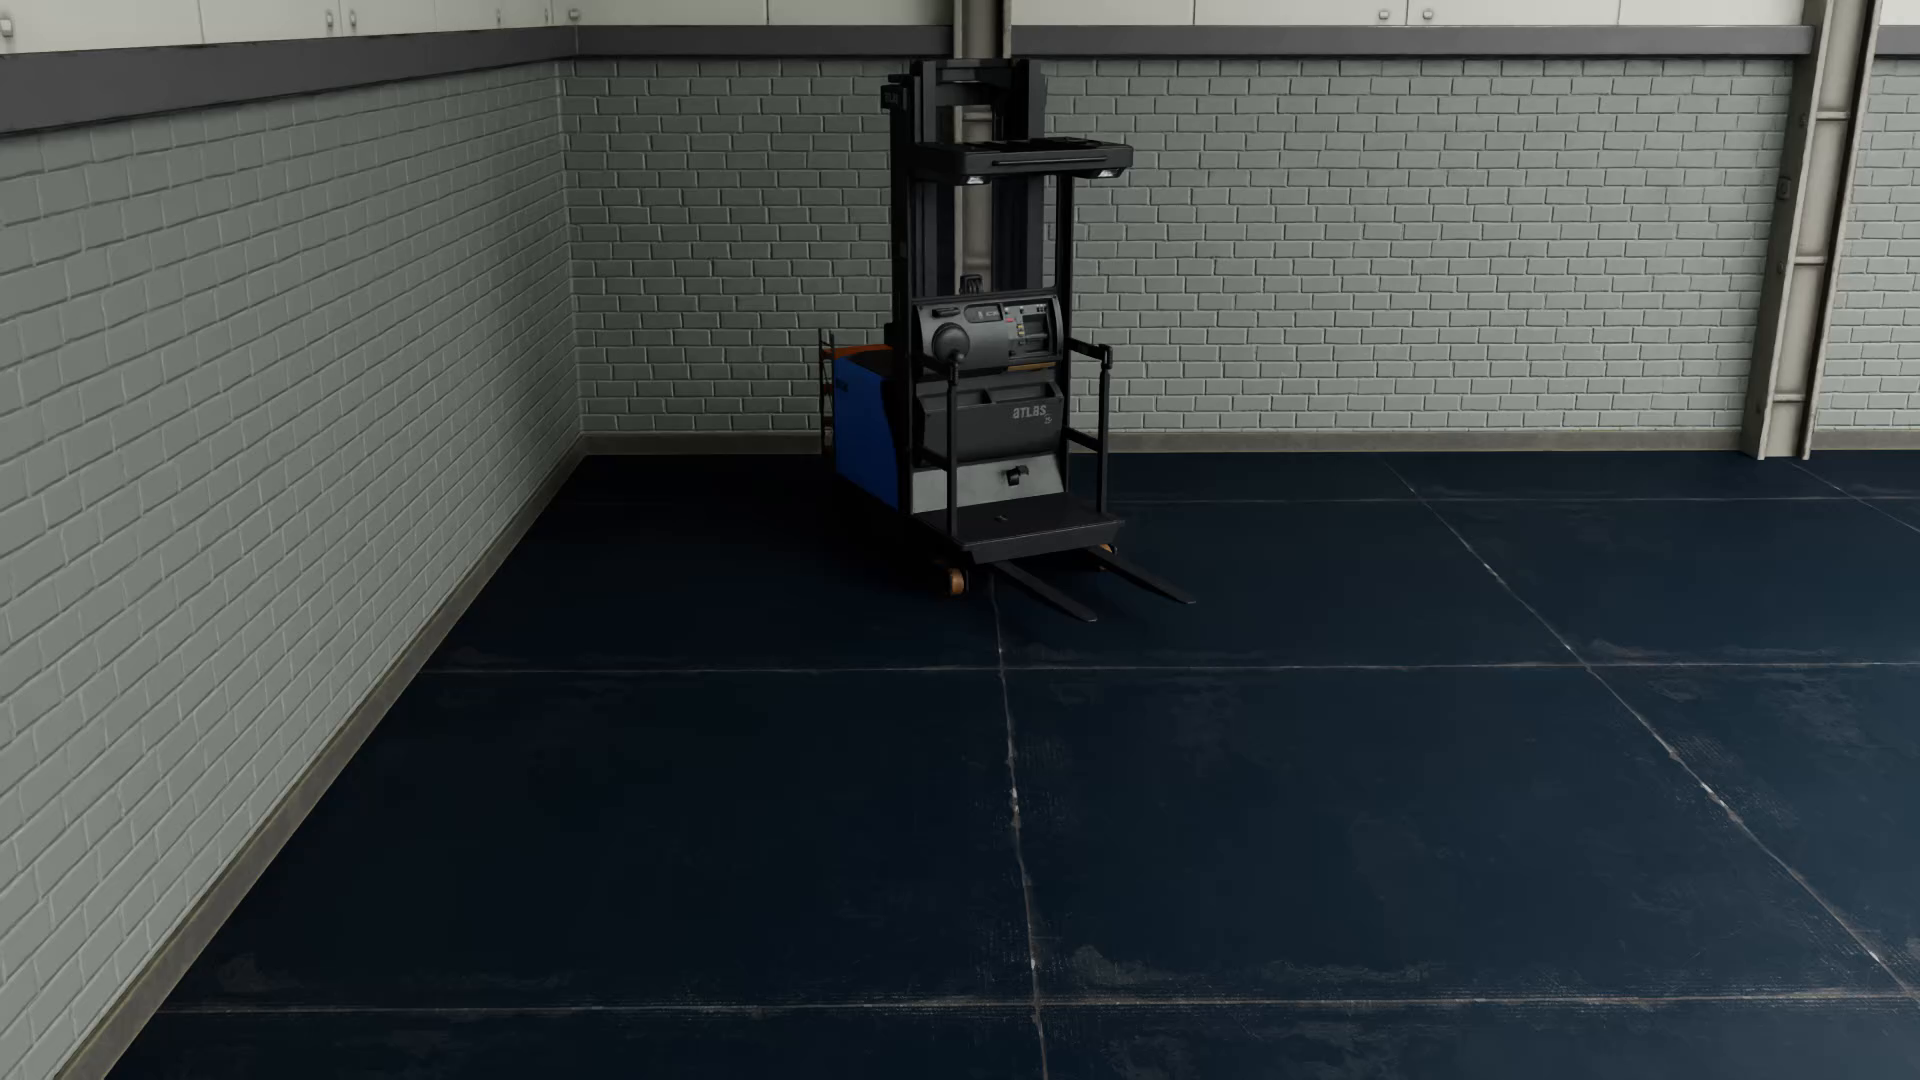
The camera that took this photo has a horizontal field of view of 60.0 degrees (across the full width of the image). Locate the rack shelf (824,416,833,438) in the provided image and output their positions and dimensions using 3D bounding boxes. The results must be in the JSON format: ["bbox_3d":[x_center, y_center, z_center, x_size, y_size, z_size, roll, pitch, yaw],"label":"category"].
[{"bbox_3d":[-0.657,-0.763,11.181,0.480,0.148,0.258,-9,20,-25],"label":"rack shelf"}]

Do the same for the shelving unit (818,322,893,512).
[{"bbox_3d":[-0.657,-0.827,11.160,0.503,1.200,0.258,-9,20,-25],"label":"shelving unit"}]

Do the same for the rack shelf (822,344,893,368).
[{"bbox_3d":[-0.657,-1.201,11.040,0.480,0.148,0.258,-9,20,-25],"label":"rack shelf"}]

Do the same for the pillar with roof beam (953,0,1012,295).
[{"bbox_3d":[0.218,-3.590,7.007,0.400,9.000,9.100,0,18,-1],"label":"pillar with roof beam"}]

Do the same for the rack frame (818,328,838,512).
[{"bbox_3d":[-0.876,-0.794,11.057,0.015,1.200,0.240,-9,20,-25],"label":"rack frame"}]

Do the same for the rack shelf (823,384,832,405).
[{"bbox_3d":[-0.657,-0.976,11.112,0.480,0.148,0.258,-9,20,-25],"label":"rack shelf"}]

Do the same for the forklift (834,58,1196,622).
[{"bbox_3d":[0.278,-1.225,9.569,1.130,2.935,3.031,-9,20,-25],"label":"forklift"}]

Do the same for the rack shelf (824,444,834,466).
[{"bbox_3d":[-0.657,-0.574,11.241,0.480,0.148,0.258,-9,20,-25],"label":"rack shelf"}]

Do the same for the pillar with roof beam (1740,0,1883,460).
[{"bbox_3d":[6.217,-3.619,7.097,0.400,9.000,9.100,0,18,-1],"label":"pillar with roof beam"}]
